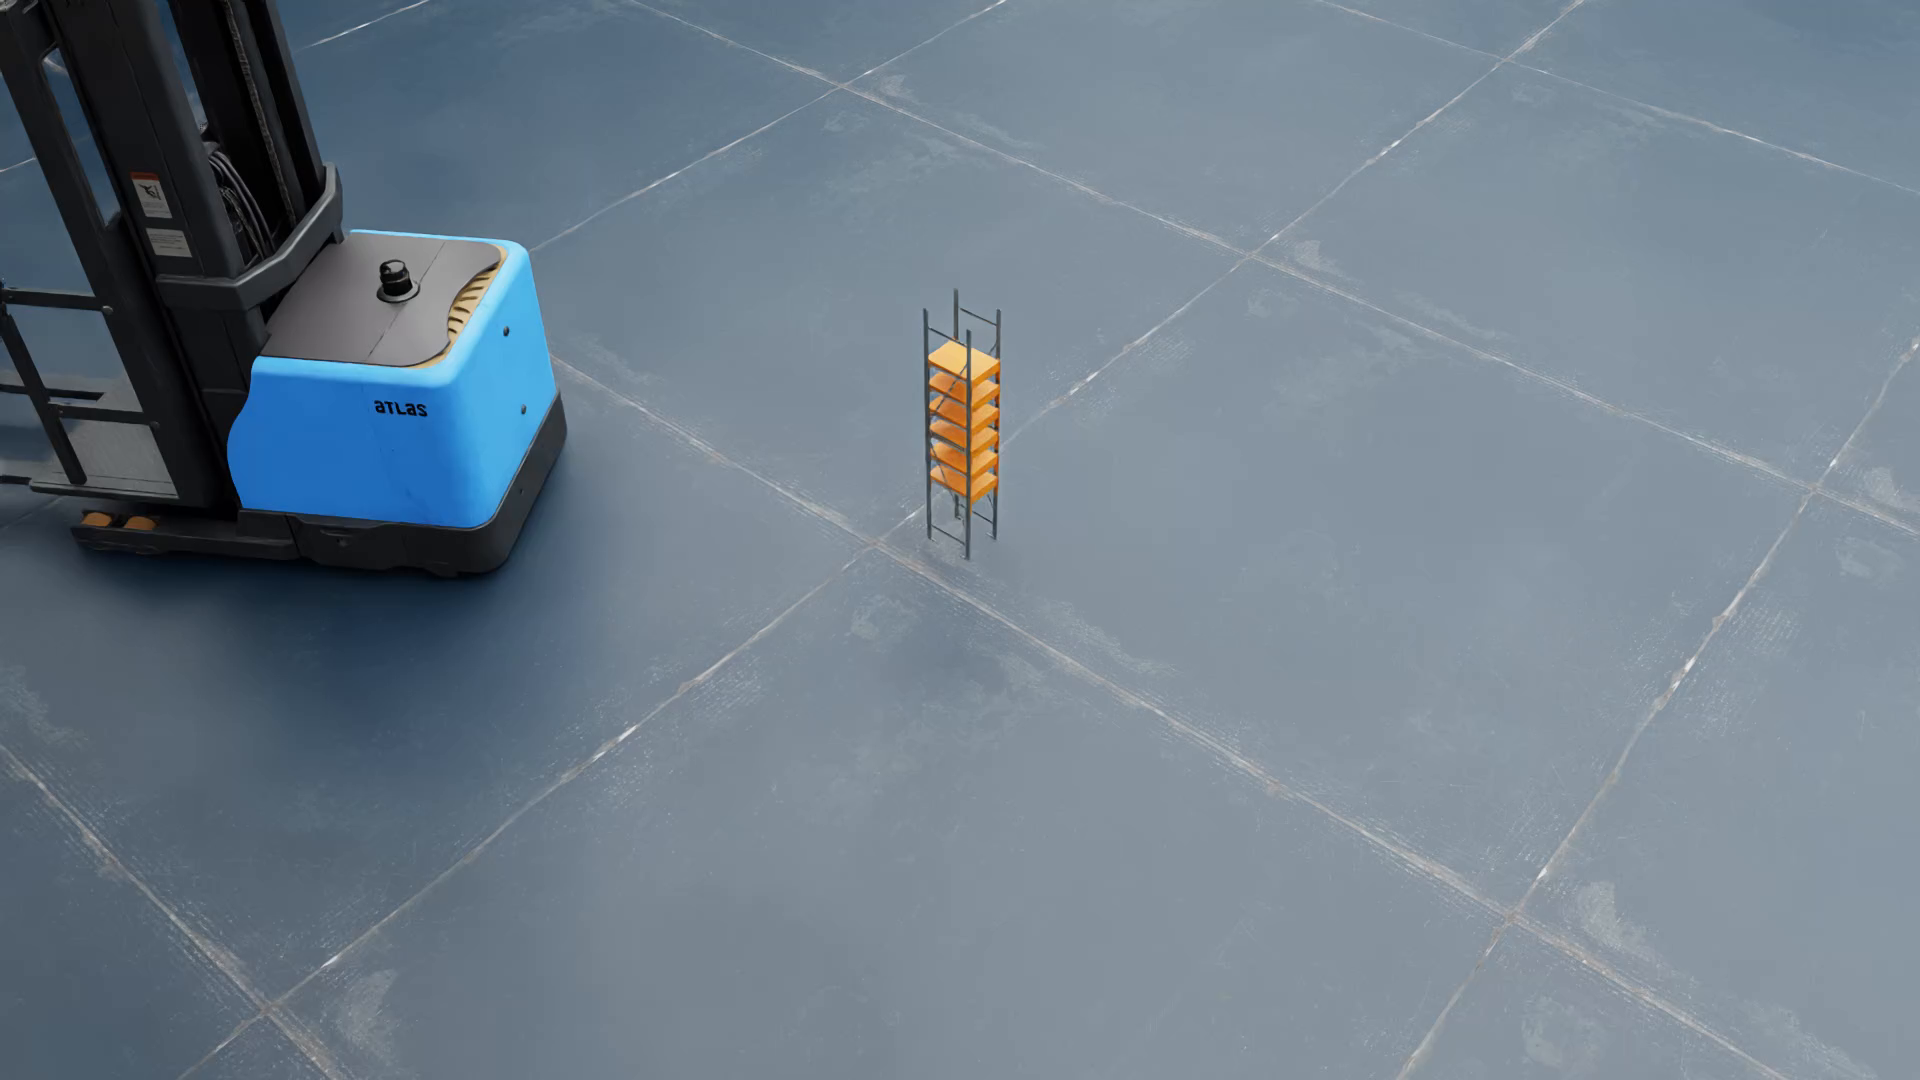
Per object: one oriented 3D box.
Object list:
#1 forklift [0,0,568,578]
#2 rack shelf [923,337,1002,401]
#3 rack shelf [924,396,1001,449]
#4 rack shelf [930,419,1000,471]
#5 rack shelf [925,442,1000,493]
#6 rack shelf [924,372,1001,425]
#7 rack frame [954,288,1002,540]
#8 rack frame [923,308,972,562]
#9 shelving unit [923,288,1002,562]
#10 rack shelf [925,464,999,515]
[{"bbox_3d":[-3.371,-1.368,6.576,3.031,2.935,1.130,5,43,6],"label":"forklift"},{"bbox_3d":[0.009,-0.685,6.642,0.258,0.103,0.180,29,50,28],"label":"rack shelf"},{"bbox_3d":[0.009,-0.507,6.804,0.258,0.103,0.180,29,50,28],"label":"rack shelf"},{"bbox_3d":[0.009,-0.419,6.884,0.258,0.103,0.180,29,50,28],"label":"rack shelf"},{"bbox_3d":[0.009,-0.330,6.965,0.258,0.103,0.180,29,50,28],"label":"rack shelf"},{"bbox_3d":[0.009,-0.596,6.723,0.258,0.103,0.180,29,50,28],"label":"rack shelf"},{"bbox_3d":[0.068,-0.498,6.906,0.240,1.200,0.006,29,50,28],"label":"rack frame"},{"bbox_3d":[-0.050,-0.404,6.803,0.240,1.200,0.006,29,50,28],"label":"rack frame"},{"bbox_3d":[0.009,-0.451,6.855,0.258,1.200,0.189,29,50,28],"label":"shelving unit"},{"bbox_3d":[0.009,-0.241,7.046,0.258,0.103,0.180,29,50,28],"label":"rack shelf"}]
